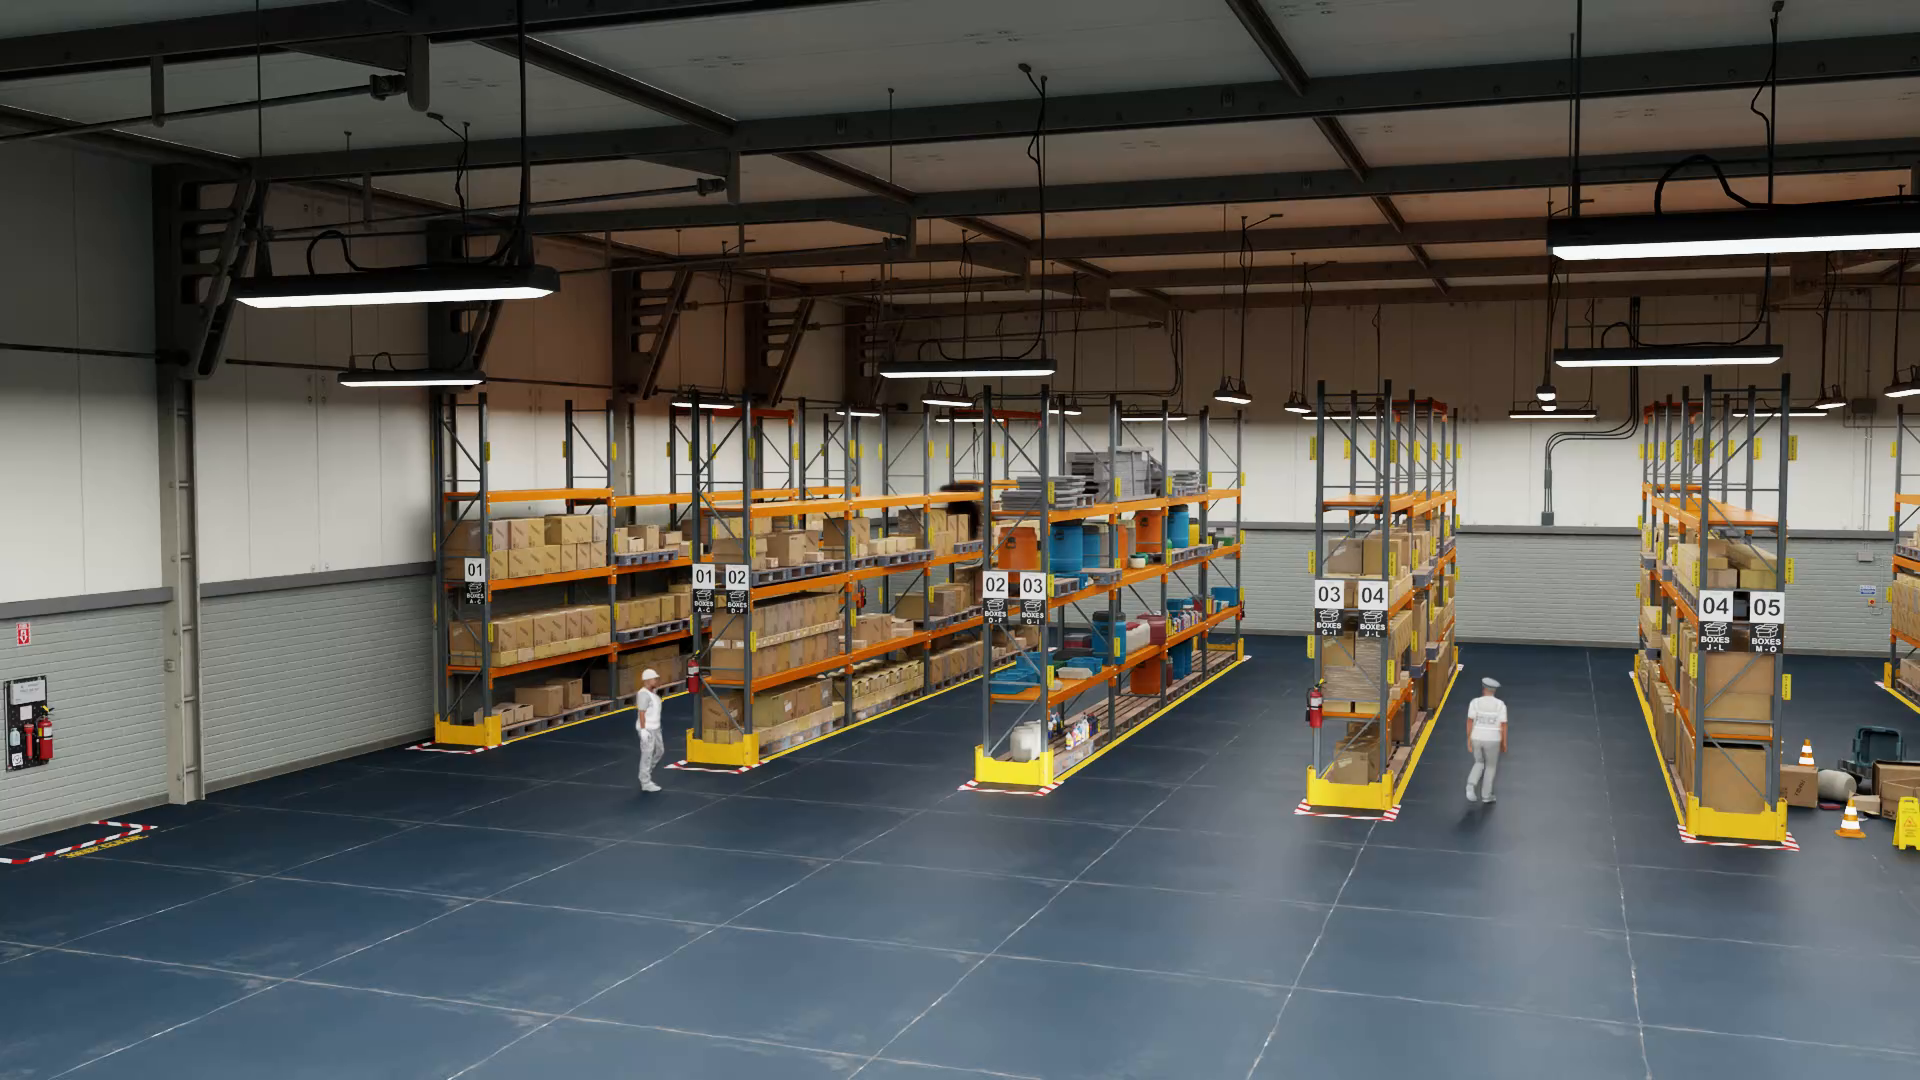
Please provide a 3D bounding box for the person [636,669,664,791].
[{"bbox_3d":[-4.610,2.809,24.602,0.428,1.799,0.654,0,3,4],"label":"person"}]

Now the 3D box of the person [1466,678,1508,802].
[{"bbox_3d":[7.480,2.856,23.600,0.501,1.763,0.519,-3,4,-40],"label":"person"}]
